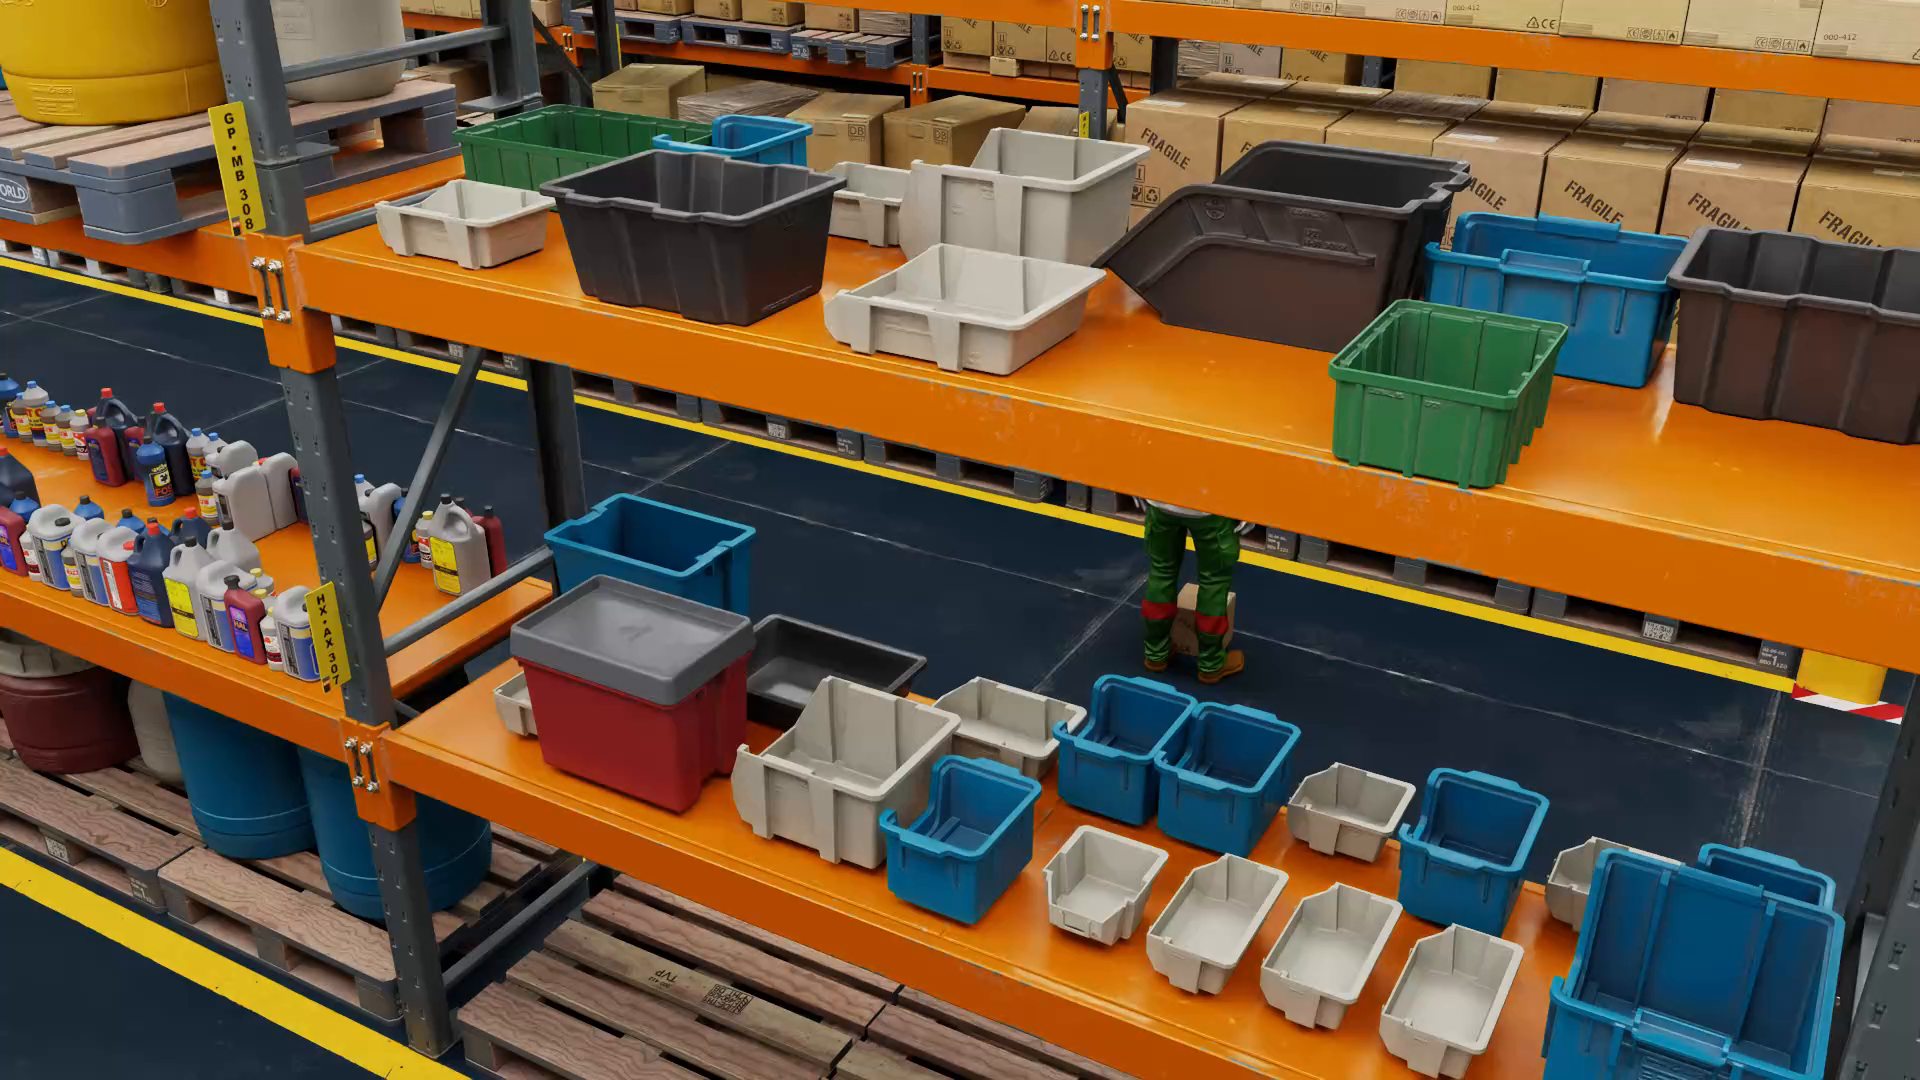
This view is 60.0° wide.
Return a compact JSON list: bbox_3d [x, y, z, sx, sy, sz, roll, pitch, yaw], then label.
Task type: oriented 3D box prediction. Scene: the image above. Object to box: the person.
[{"bbox_3d":[1.055,-0.203,7.507,0.608,1.780,0.448,14,30,26],"label":"person"}]
